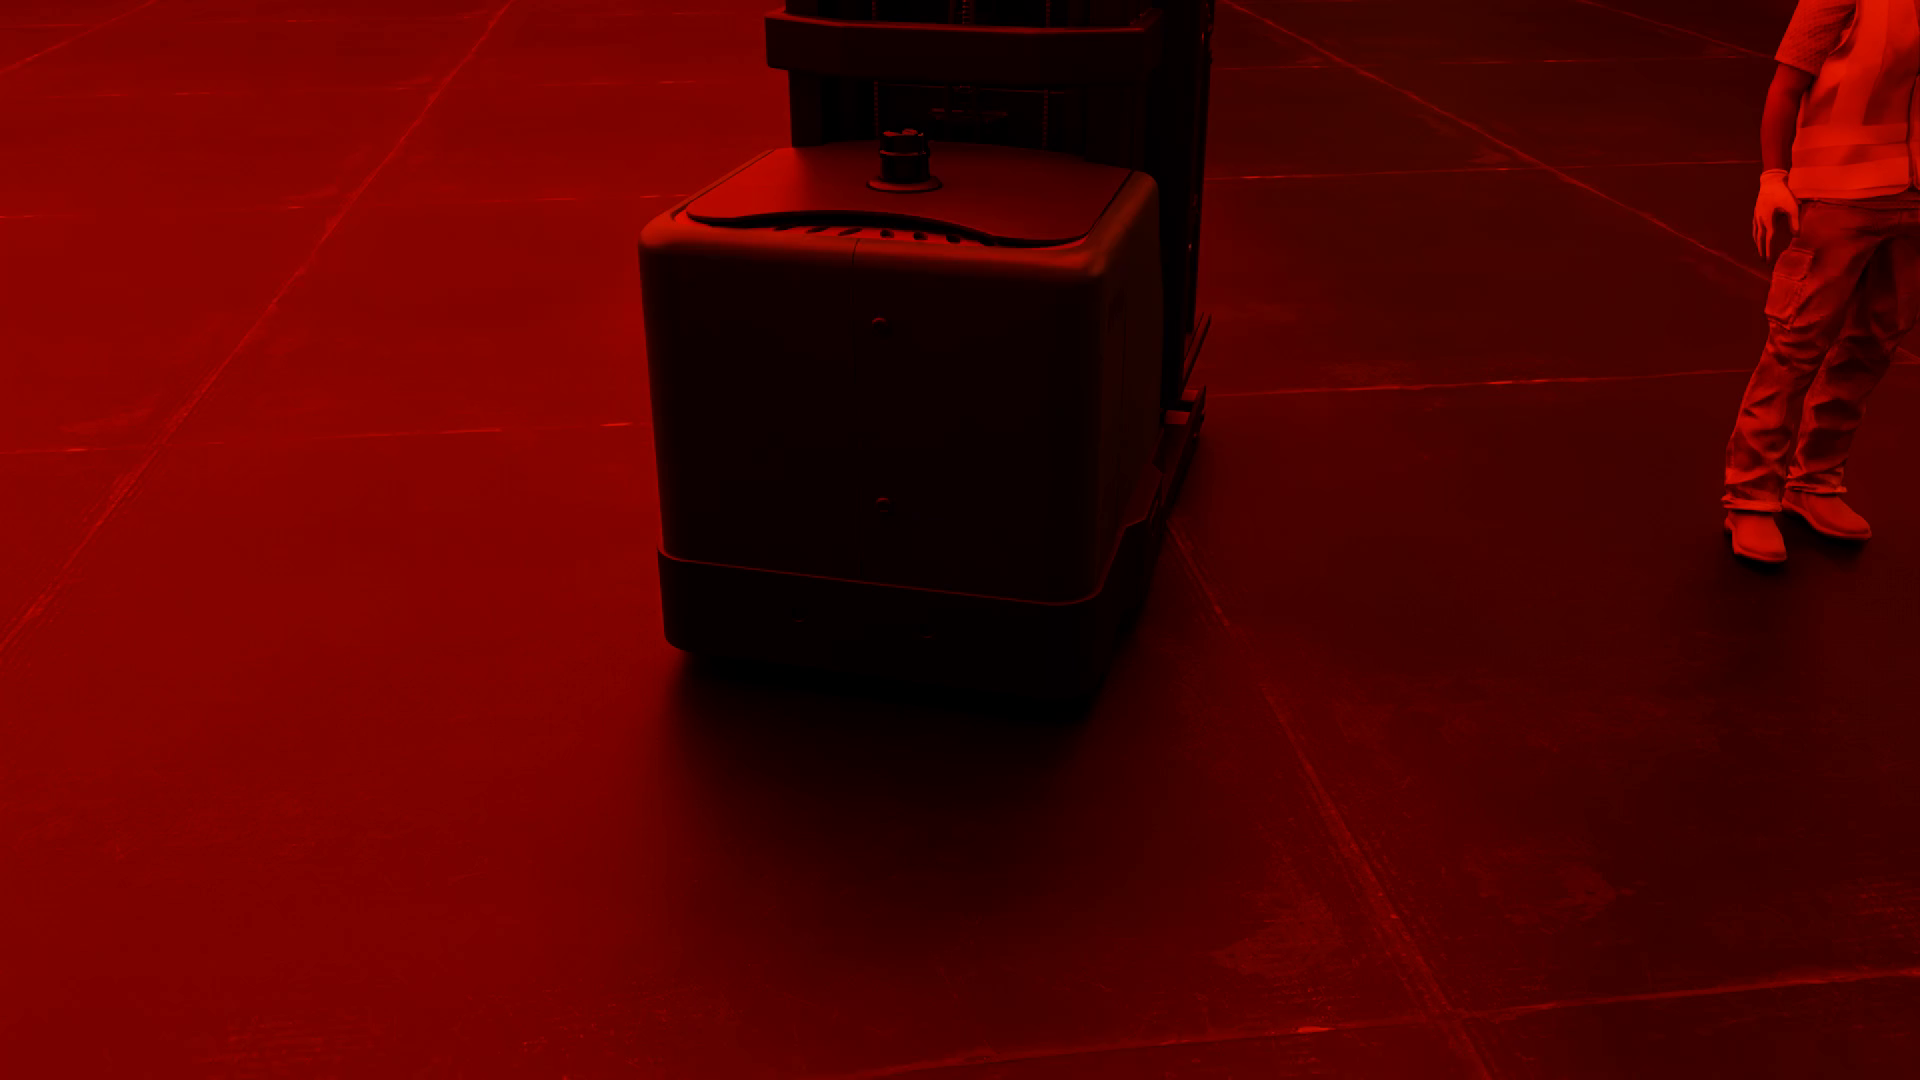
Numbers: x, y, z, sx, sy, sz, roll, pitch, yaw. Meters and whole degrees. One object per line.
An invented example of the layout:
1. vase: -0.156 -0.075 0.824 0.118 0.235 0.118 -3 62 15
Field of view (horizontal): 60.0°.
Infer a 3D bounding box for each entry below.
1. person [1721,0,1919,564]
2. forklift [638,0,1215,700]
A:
1. person: 2.393 -0.848 4.295 0.656 1.781 0.579 -2 26 -4
2. forklift: 0.156 -1.583 4.514 1.130 2.935 3.031 6 26 13
